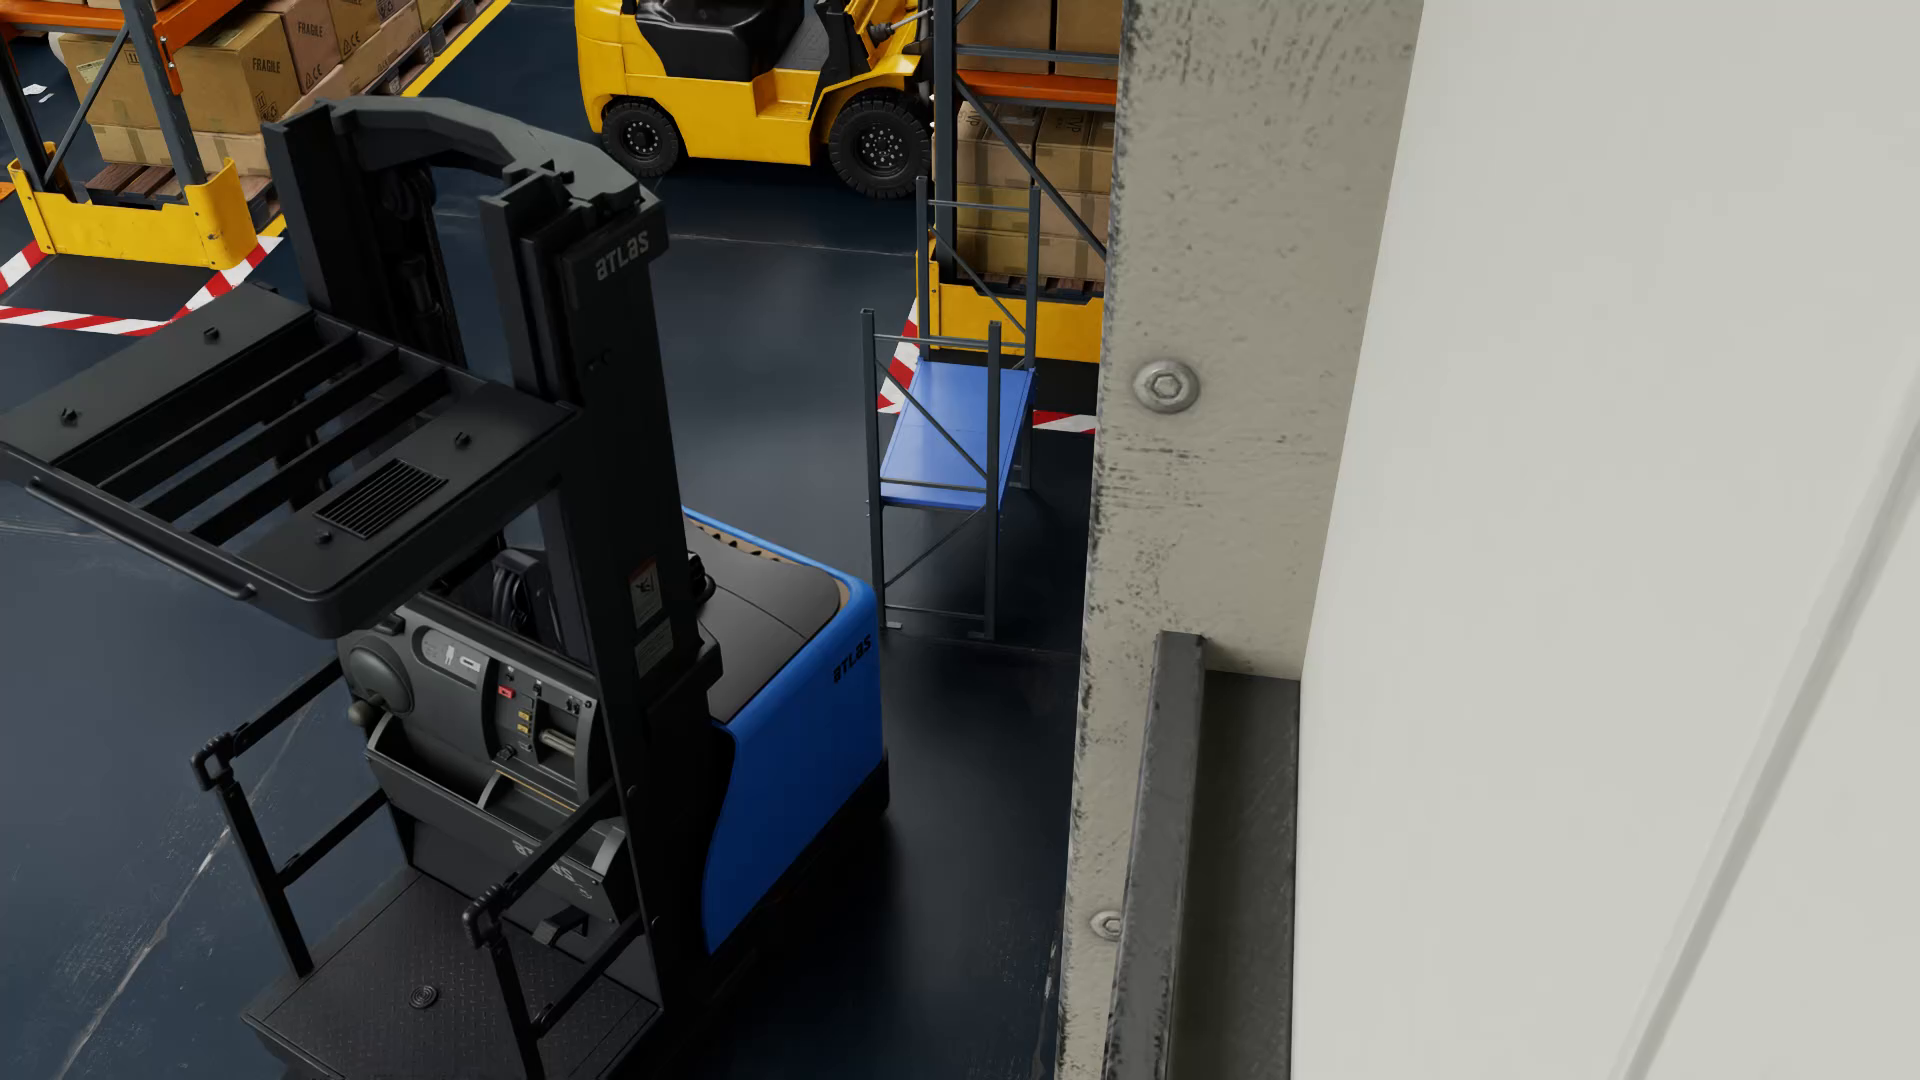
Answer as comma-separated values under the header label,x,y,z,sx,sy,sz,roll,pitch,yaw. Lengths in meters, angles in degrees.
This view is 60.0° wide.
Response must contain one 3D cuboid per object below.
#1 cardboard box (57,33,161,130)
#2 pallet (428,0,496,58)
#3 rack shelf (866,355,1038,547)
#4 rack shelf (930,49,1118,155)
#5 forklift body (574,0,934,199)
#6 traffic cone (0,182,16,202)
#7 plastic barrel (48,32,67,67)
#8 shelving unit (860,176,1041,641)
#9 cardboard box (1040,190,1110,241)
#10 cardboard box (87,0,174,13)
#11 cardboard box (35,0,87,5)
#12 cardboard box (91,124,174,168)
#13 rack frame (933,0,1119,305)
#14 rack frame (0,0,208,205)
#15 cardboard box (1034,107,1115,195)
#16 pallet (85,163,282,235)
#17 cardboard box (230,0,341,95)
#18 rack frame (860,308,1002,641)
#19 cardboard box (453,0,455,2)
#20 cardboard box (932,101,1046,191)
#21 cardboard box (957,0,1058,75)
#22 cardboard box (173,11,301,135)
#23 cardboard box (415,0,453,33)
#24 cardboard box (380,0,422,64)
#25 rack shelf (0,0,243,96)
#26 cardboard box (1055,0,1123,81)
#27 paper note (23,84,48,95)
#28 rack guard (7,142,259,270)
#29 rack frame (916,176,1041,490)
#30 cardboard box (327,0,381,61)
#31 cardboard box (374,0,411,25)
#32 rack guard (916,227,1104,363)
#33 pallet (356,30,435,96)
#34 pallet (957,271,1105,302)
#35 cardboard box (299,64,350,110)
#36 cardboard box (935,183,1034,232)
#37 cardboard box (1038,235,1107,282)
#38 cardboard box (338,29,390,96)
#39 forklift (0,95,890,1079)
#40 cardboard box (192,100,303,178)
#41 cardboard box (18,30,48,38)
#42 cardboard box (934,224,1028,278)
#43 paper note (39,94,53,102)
label,x,y,z,sx,sy,sz,roll,pitch,yaw
cardboard box,-4.624,-2.661,9.355,0.500,0.500,0.500,7,40,8
pallet,-3.895,-3.749,11.619,1.003,0.211,1.213,6,40,8
rack shelf,-0.015,-0.386,6.822,0.538,0.185,1.000,6,40,8
rack shelf,0.729,-3.172,9.297,1.077,0.370,4.000,6,40,8
forklift body,-1.085,-3.258,9.502,2.313,2.155,1.214,6,40,8
traffic cone,-5.702,-2.173,9.515,0.336,0.463,0.334,6,40,8
plastic barrel,-5.640,-3.209,10.799,0.421,0.421,0.512,-28,47,-30
shelving unit,-0.015,-0.524,6.707,0.538,1.500,1.048,6,40,8
cardboard box,0.669,-1.761,8.462,0.500,0.250,0.500,7,40,8
cardboard box,-4.243,-2.832,8.519,0.380,0.149,0.250,7,40,8
cardboard box,-4.652,-2.900,8.601,0.380,0.149,0.250,8,40,9
cardboard box,-4.627,-2.393,9.618,0.500,0.250,0.500,6,40,7
rack frame,0.383,-2.194,7.549,1.000,3.000,0.127,6,40,8
rack frame,-4.506,-2.739,8.208,1.000,3.000,0.127,6,40,8
cardboard box,0.653,-1.962,8.313,0.500,0.250,0.500,6,40,7
pallet,-4.318,-2.218,9.767,1.003,0.211,1.213,6,40,8
cardboard box,-4.004,-2.949,9.703,0.500,0.500,0.500,5,40,6
rack frame,-0.103,-0.205,6.321,0.500,1.500,0.032,6,40,8
cardboard box,-3.651,-3.951,11.502,0.500,0.250,0.500,8,40,10
cardboard box,0.156,-2.005,8.364,0.500,0.250,0.500,8,40,9
cardboard box,0.210,-2.570,7.926,0.500,0.500,0.500,6,40,7
cardboard box,-4.091,-2.621,9.305,0.500,0.500,0.500,5,40,6
cardboard box,-3.734,-3.615,11.097,0.500,0.250,0.500,5,40,6
cardboard box,-3.826,-3.297,10.712,0.500,0.250,0.500,7,40,8
rack shelf,-4.160,-3.717,9.956,1.077,0.370,4.000,6,40,8
cardboard box,0.743,-2.513,7.856,0.500,0.500,0.500,8,40,9
paper note,-6.008,-2.919,10.766,0.148,0.019,0.142,20,44,23
rack guard,-4.493,-1.823,9.063,1.175,0.500,0.348,6,40,8
rack frame,0.073,-0.844,7.093,0.500,1.500,0.032,6,40,8
cardboard box,-3.910,-3.263,10.083,0.500,0.500,0.500,7,40,9
cardboard box,-3.825,-3.600,10.489,0.500,0.500,0.500,8,40,10
rack guard,0.379,-1.215,8.328,1.175,0.500,0.348,6,40,8
pallet,-4.104,-2.981,10.690,1.003,0.211,1.213,6,40,8
pallet,0.474,-1.604,9.024,1.003,0.211,1.213,6,40,8
cardboard box,-3.998,-2.636,9.913,0.500,0.250,0.500,8,40,9
cardboard box,0.160,-1.828,8.543,0.500,0.250,0.500,6,40,7
cardboard box,0.661,-1.583,8.638,0.500,0.250,0.500,7,40,8
cardboard box,-3.916,-2.980,10.329,0.500,0.250,0.500,9,40,11
forklift,-1.452,0.486,4.361,1.130,2.935,3.031,21,44,24
cardboard box,-4.094,-2.317,9.526,0.500,0.250,0.500,6,40,7
cardboard box,-6.542,-3.798,11.343,0.797,0.637,0.503,6,40,8
cardboard box,0.154,-1.626,8.690,0.500,0.250,0.500,7,40,8
paper note,-5.867,-2.839,10.676,0.032,0.001,0.123,6,40,8
